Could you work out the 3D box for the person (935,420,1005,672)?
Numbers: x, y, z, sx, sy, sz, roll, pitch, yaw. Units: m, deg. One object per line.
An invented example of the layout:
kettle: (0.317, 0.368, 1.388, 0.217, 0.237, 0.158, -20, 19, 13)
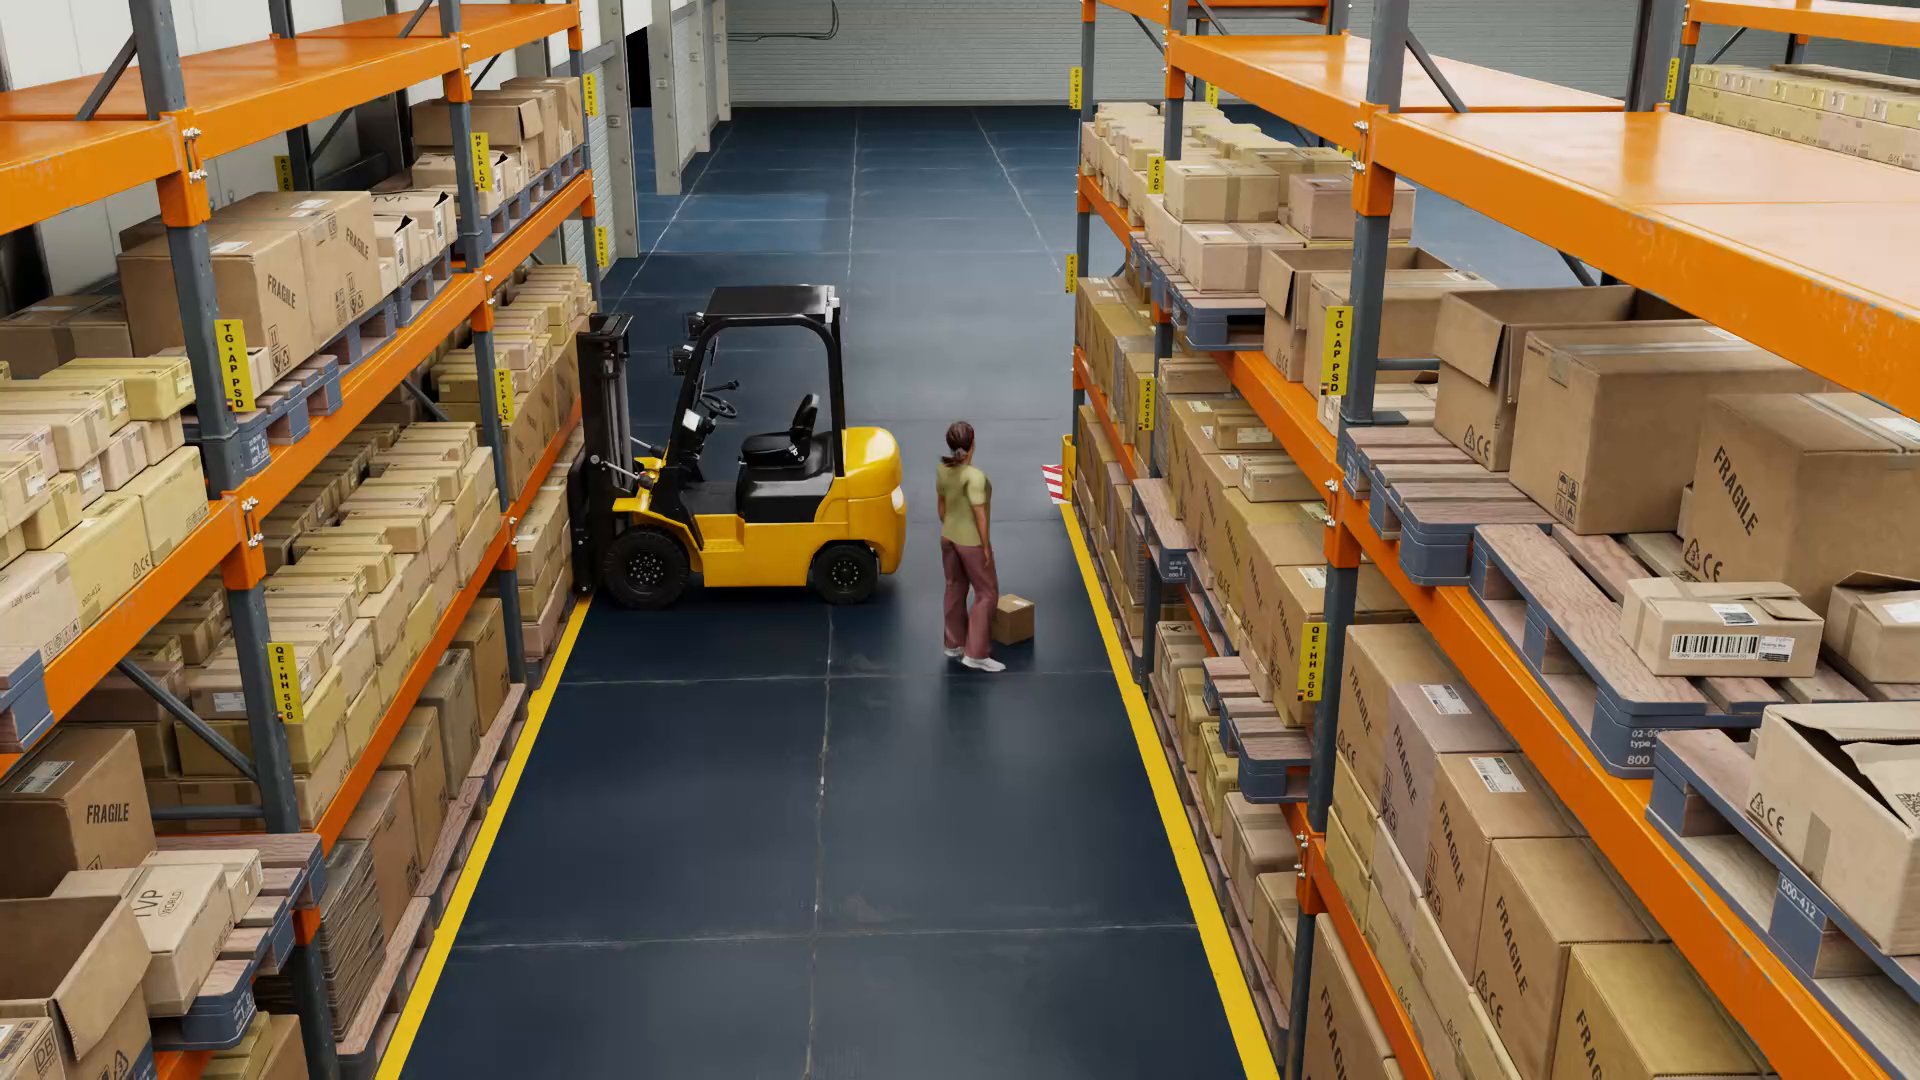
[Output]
person: (0.054, 0.041, 10.976, 0.396, 1.705, 0.514, -16, 26, -37)
